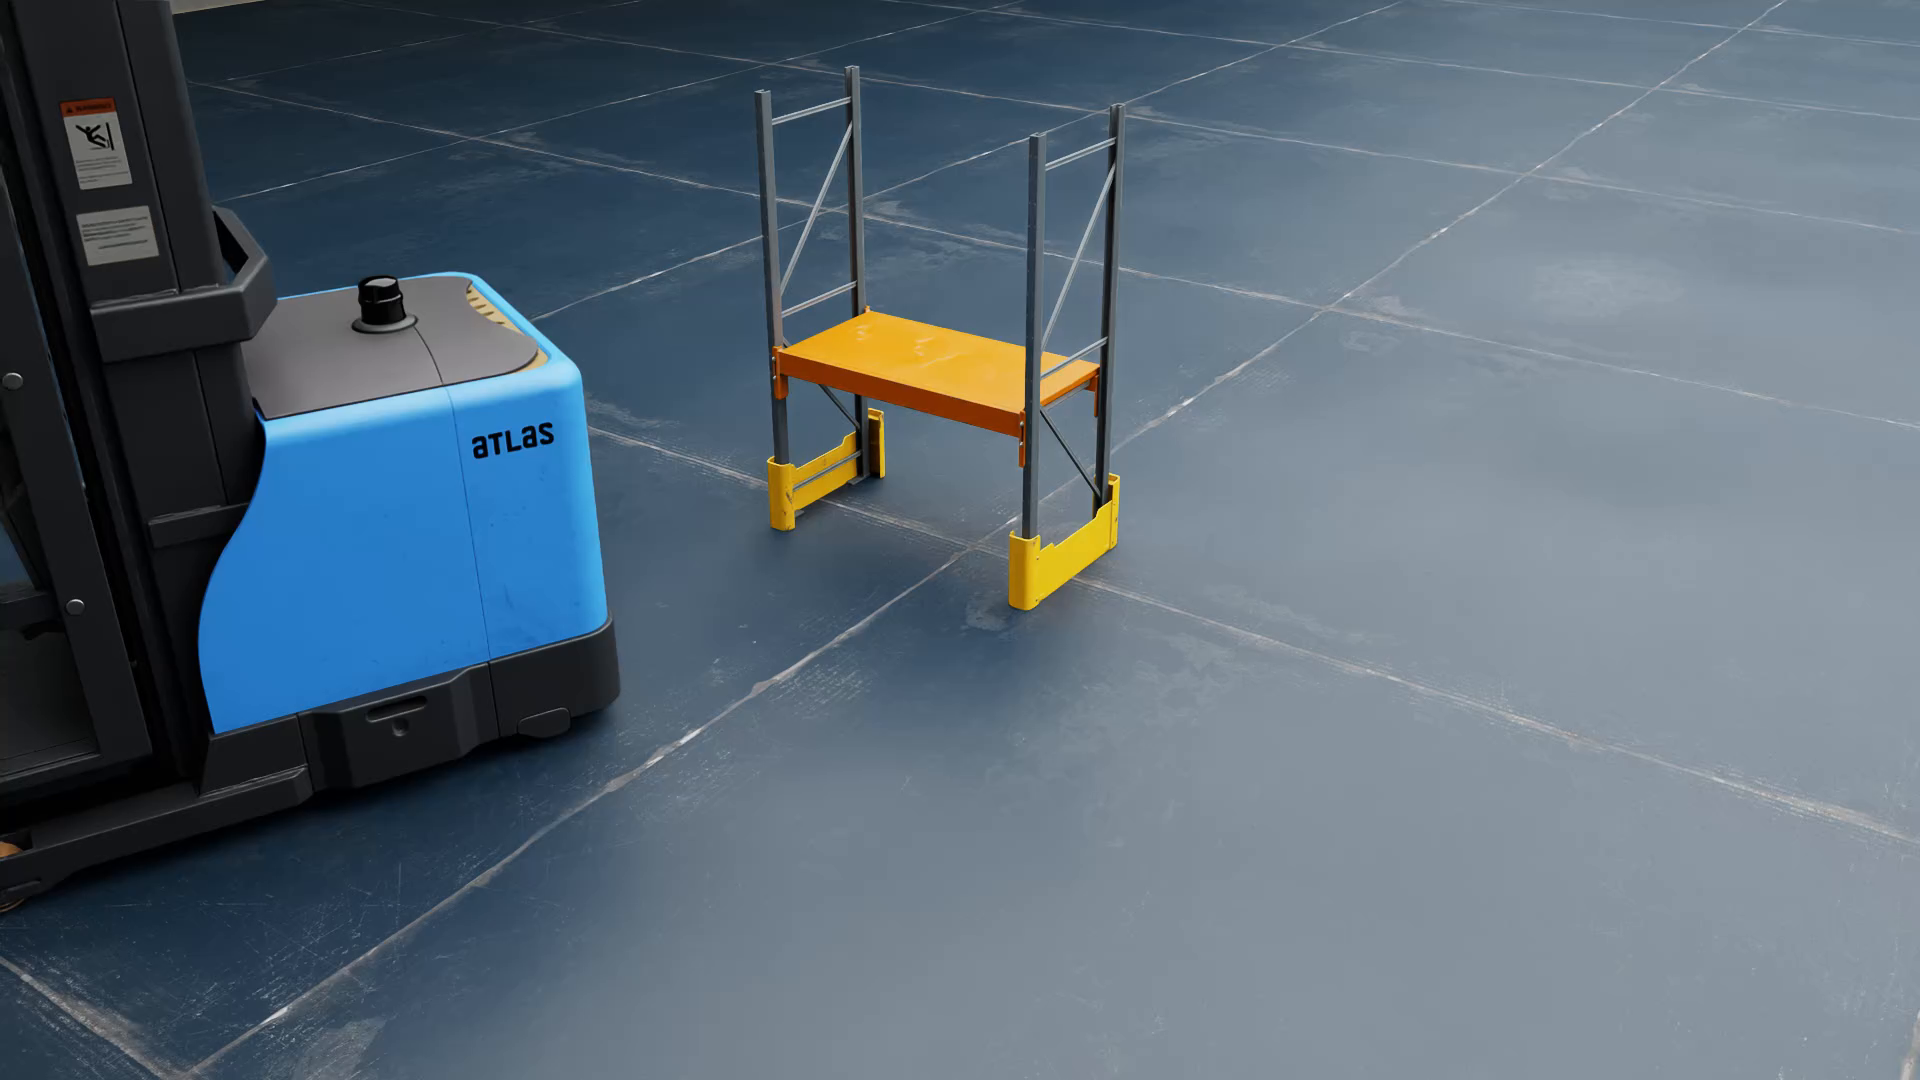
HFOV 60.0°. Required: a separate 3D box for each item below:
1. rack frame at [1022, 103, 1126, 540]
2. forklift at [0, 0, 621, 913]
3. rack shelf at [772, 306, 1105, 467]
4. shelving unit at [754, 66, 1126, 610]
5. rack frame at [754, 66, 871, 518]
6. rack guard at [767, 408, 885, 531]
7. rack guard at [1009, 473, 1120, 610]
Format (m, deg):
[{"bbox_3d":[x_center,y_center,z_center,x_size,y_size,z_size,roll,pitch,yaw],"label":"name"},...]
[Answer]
[{"bbox_3d":[0.349,-0.560,5.196,0.032,1.500,0.500,17,32,30],"label":"rack frame"},{"bbox_3d":[-2.496,-0.639,3.775,3.031,2.935,1.130,-15,31,-27],"label":"forklift"},{"bbox_3d":[-0.070,-0.530,5.534,1.000,0.185,0.538,17,32,30],"label":"rack shelf"},{"bbox_3d":[-0.063,-0.688,5.448,1.083,1.500,0.587,17,32,30],"label":"shelving unit"},{"bbox_3d":[-0.489,-0.821,5.709,0.032,1.500,0.500,17,32,30],"label":"rack frame"},{"bbox_3d":[-0.473,-0.259,5.983,0.087,0.250,0.587,17,32,30],"label":"rack guard"},{"bbox_3d":[0.348,-0.003,5.480,0.087,0.250,0.587,17,32,30],"label":"rack guard"}]
